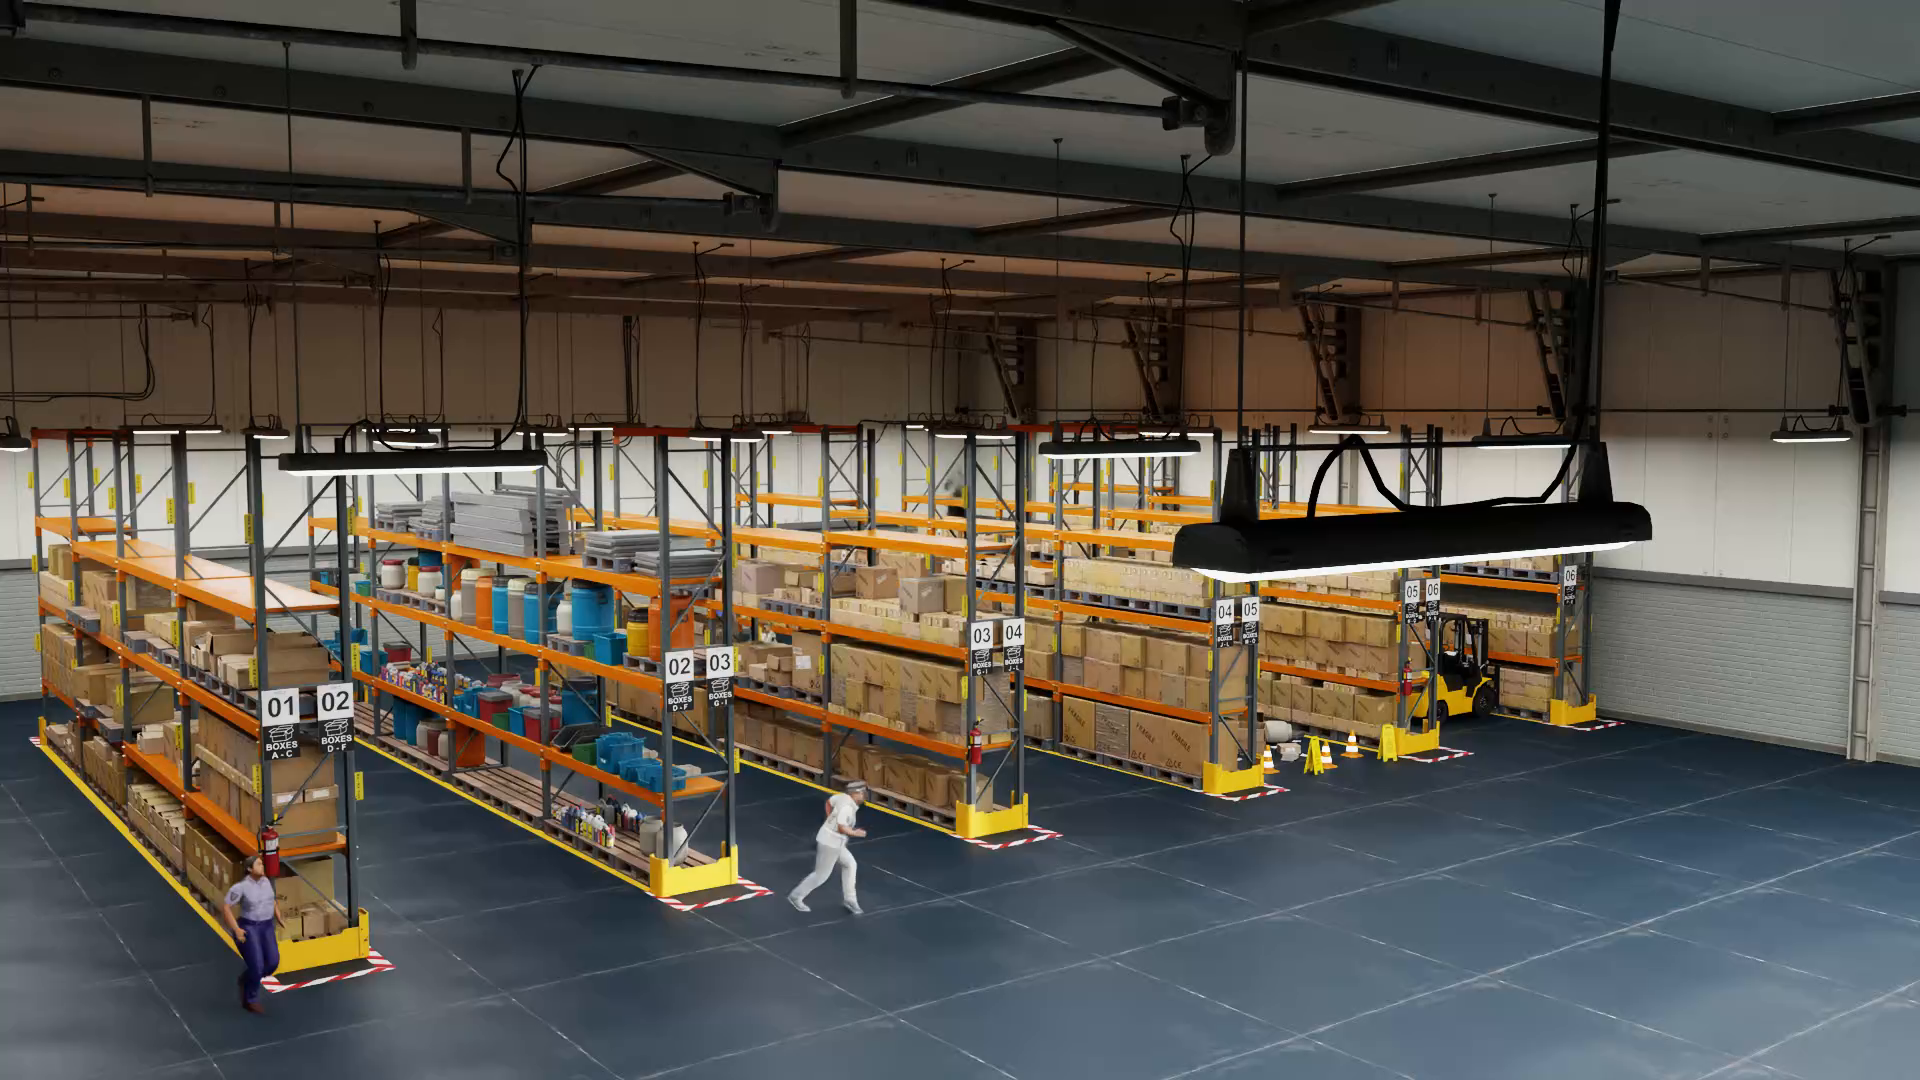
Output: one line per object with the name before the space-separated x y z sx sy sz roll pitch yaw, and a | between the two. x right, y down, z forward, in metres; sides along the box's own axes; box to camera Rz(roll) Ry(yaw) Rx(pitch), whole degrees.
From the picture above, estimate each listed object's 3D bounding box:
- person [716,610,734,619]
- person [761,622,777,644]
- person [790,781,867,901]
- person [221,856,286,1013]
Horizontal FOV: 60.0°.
person | -5.946 2.307 41.098 0.595 1.734 0.731 2 5 20
person | -4.360 2.618 36.943 0.618 1.681 1.051 -4 6 -39
person | -1.649 3.793 20.866 0.977 1.521 0.705 -1 5 -9
person | -7.464 4.163 17.642 0.496 1.603 0.660 2 5 26
